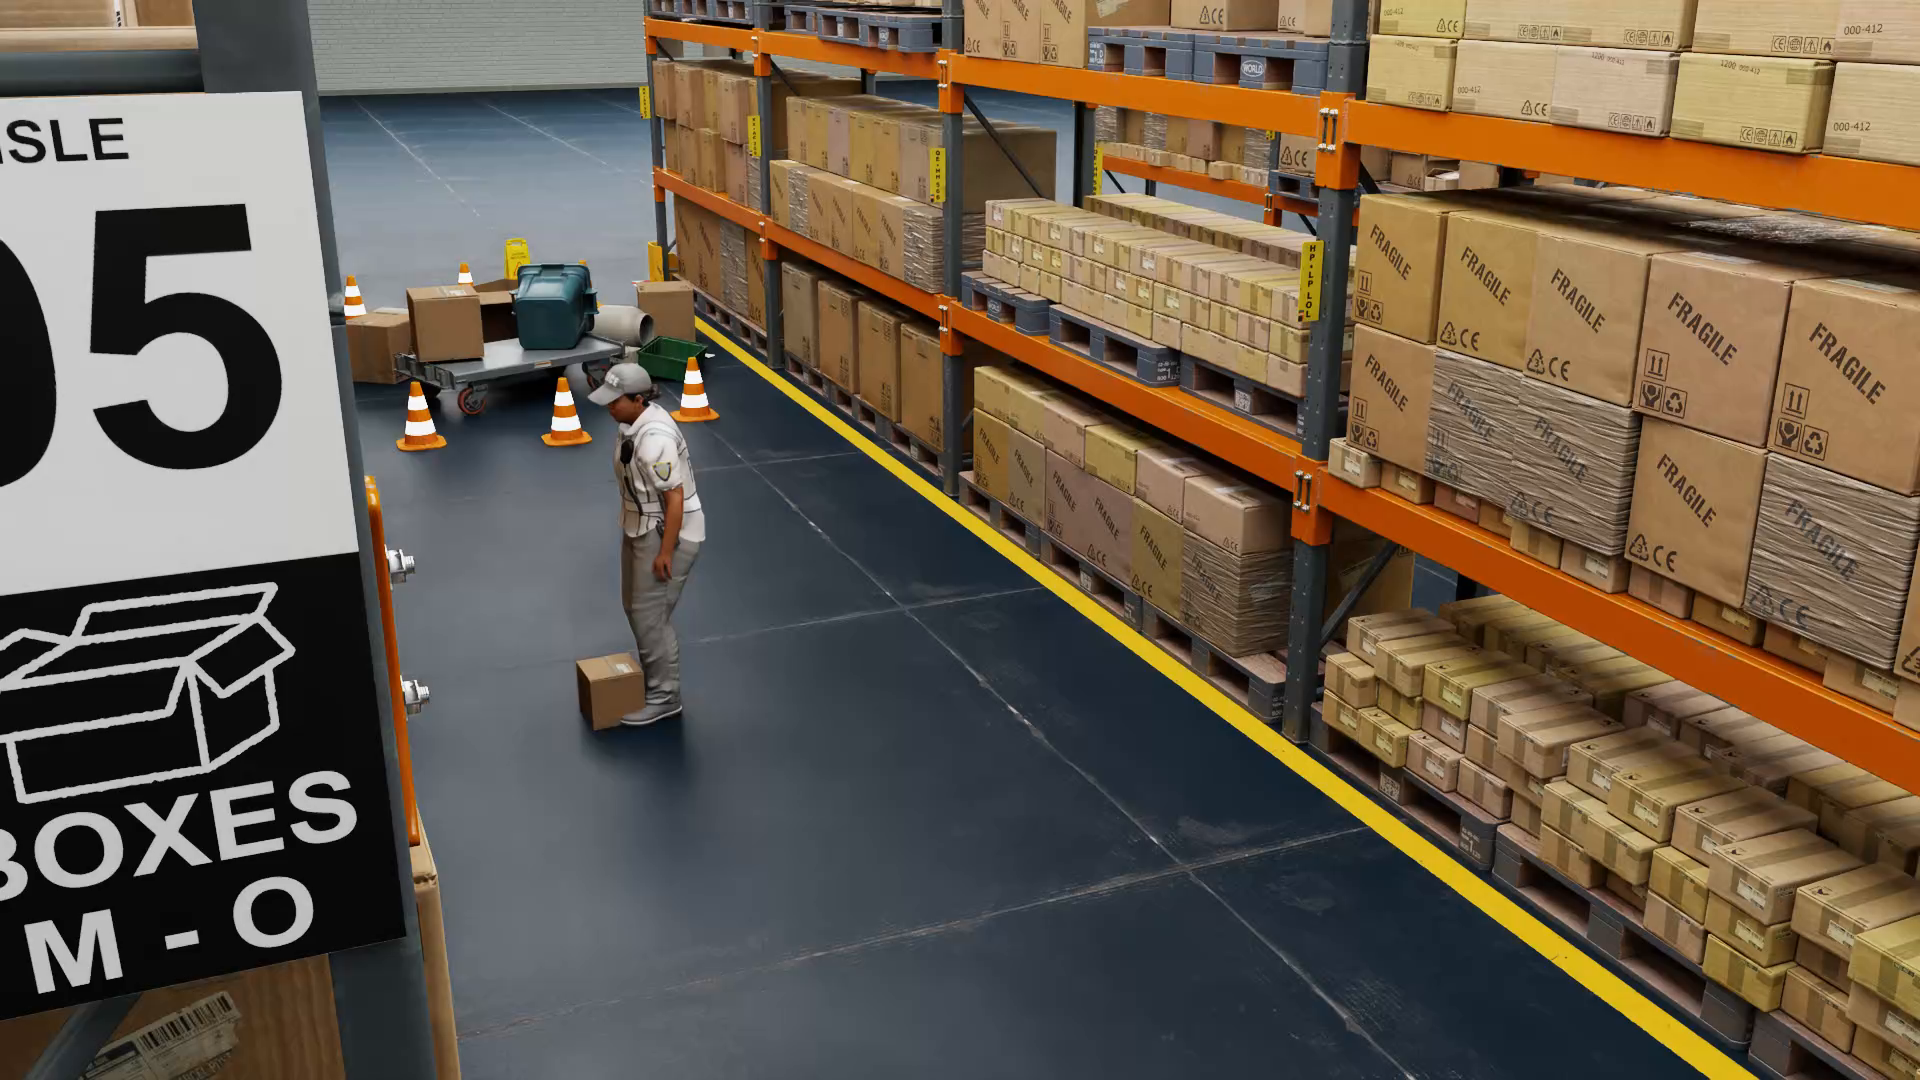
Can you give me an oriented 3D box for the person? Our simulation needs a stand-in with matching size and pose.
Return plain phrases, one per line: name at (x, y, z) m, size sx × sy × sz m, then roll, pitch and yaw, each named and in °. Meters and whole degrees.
person at (-1.418, -0.002, 7.562) m, size 0.470 × 1.664 × 0.549 m, roll -9°, pitch 21°, yaw -24°
